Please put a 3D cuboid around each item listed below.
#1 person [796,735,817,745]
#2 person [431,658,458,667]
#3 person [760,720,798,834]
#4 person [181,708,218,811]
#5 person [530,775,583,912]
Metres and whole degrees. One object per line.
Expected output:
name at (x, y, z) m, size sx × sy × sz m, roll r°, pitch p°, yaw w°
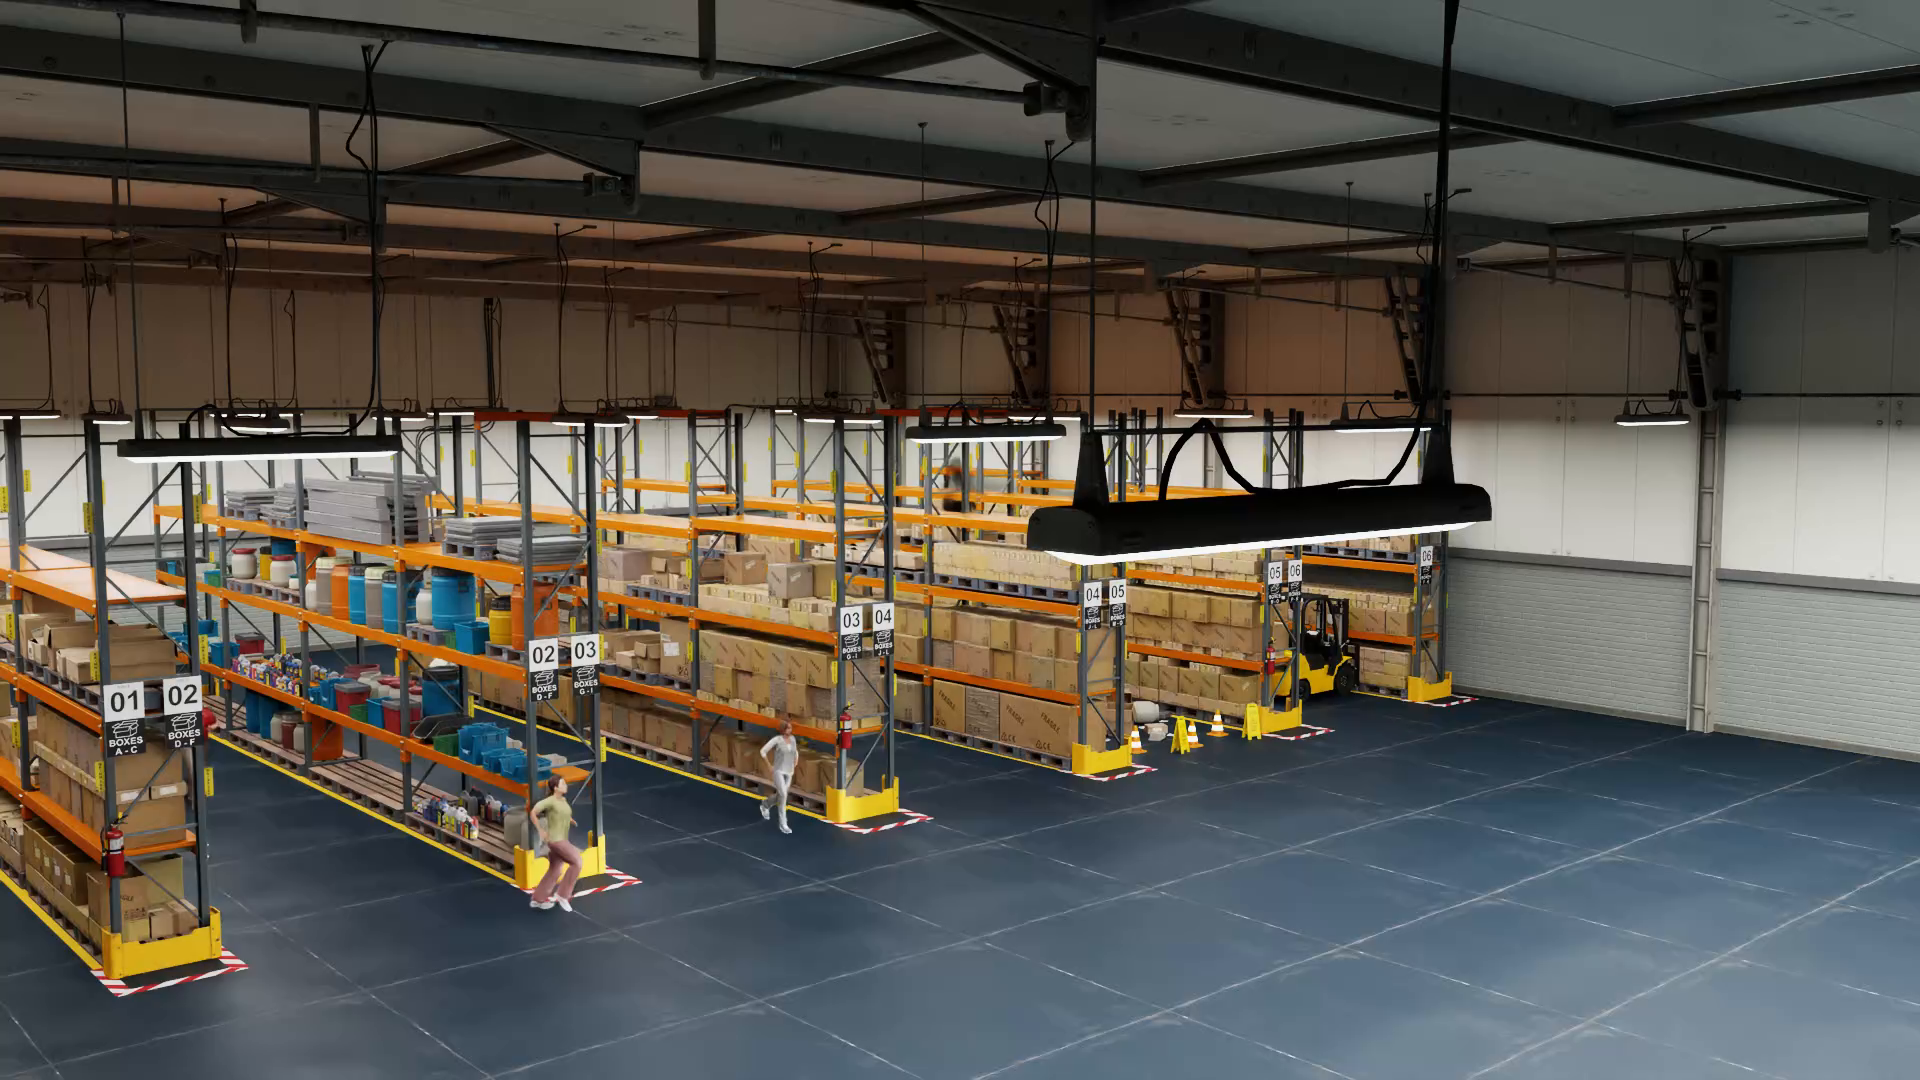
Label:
person at (-2.611, 2.837, 29.832) m, size 0.784 × 1.715 × 0.731 m, roll 5°, pitch 7°, yaw 43°
person at (-9.320, 2.790, 30.199) m, size 0.997 × 1.763 × 0.686 m, roll 4°, pitch 6°, yaw 39°
person at (-2.612, 3.423, 24.284) m, size 0.576 × 1.570 × 0.822 m, roll -5°, pitch 7°, yaw -43°
person at (-11.749, 3.242, 25.576) m, size 0.629 × 1.803 × 0.811 m, roll -5°, pitch 7°, yaw -45°
person at (-4.945, 3.709, 20.454) m, size 0.672 × 1.636 × 0.573 m, roll 0°, pitch 5°, yaw 0°
